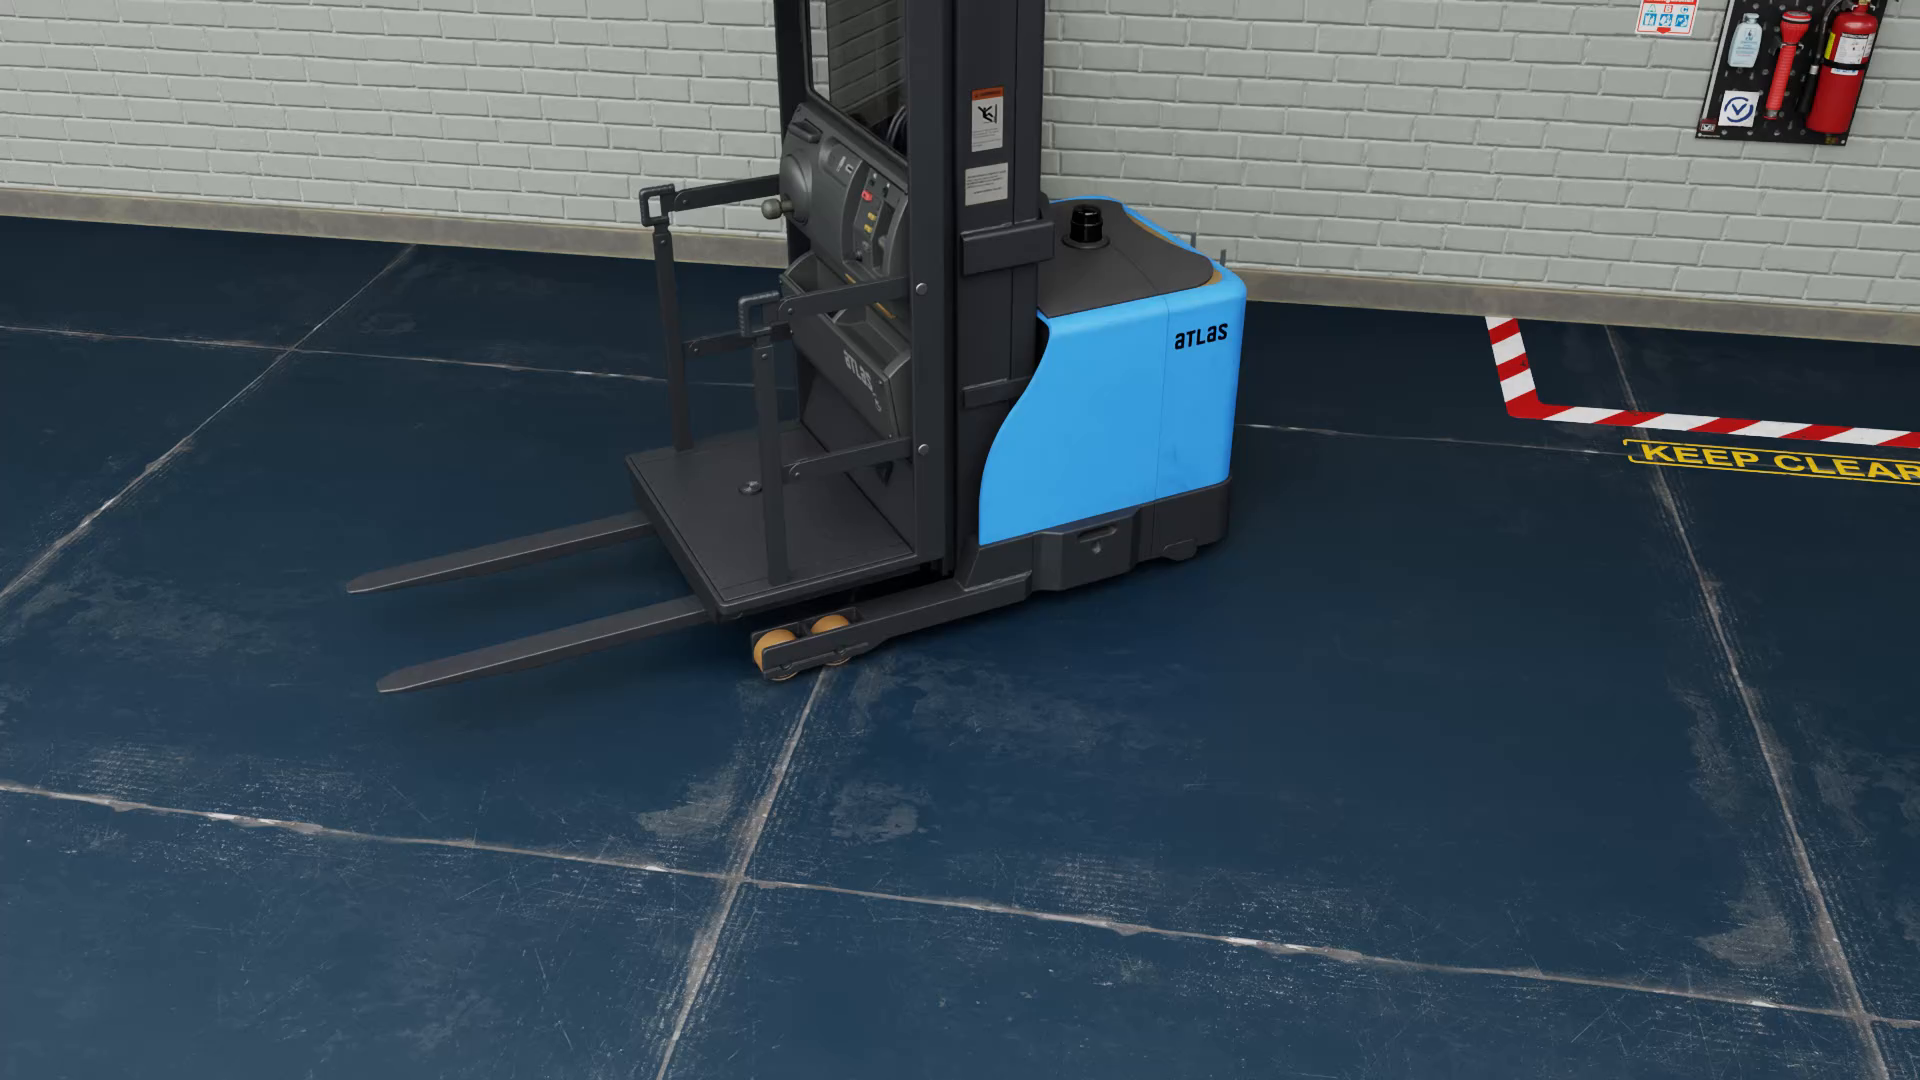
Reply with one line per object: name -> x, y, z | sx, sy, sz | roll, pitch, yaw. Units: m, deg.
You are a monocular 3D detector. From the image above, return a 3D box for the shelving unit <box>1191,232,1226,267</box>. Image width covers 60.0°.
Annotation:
shelving unit -> 0.860, -0.737, 6.577 | 0.258, 0.900, 0.210 | -15, 34, -22

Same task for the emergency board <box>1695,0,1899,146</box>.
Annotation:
emergency board -> 3.564, -2.204, 6.944 | 0.643, 1.169, 0.194 | 5, 32, 8

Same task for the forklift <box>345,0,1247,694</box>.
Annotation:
forklift -> -0.561, -1.097, 5.241 | 3.031, 2.935, 1.130 | -14, 35, -22

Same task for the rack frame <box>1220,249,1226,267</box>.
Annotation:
rack frame -> 0.905, -0.691, 6.499 | 0.240, 0.900, 0.006 | -15, 34, -22

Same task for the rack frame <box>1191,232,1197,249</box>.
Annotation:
rack frame -> 0.815, -0.784, 6.655 | 0.240, 0.900, 0.006 | -15, 34, -22

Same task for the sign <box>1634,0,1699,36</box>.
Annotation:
sign -> 3.036, -2.322, 7.099 | 0.234, 0.329, 0.001 | 5, 32, 8

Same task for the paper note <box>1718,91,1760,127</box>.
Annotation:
paper note -> 3.401, -1.882, 7.260 | 0.142, 0.148, 0.016 | 5, 32, 8
